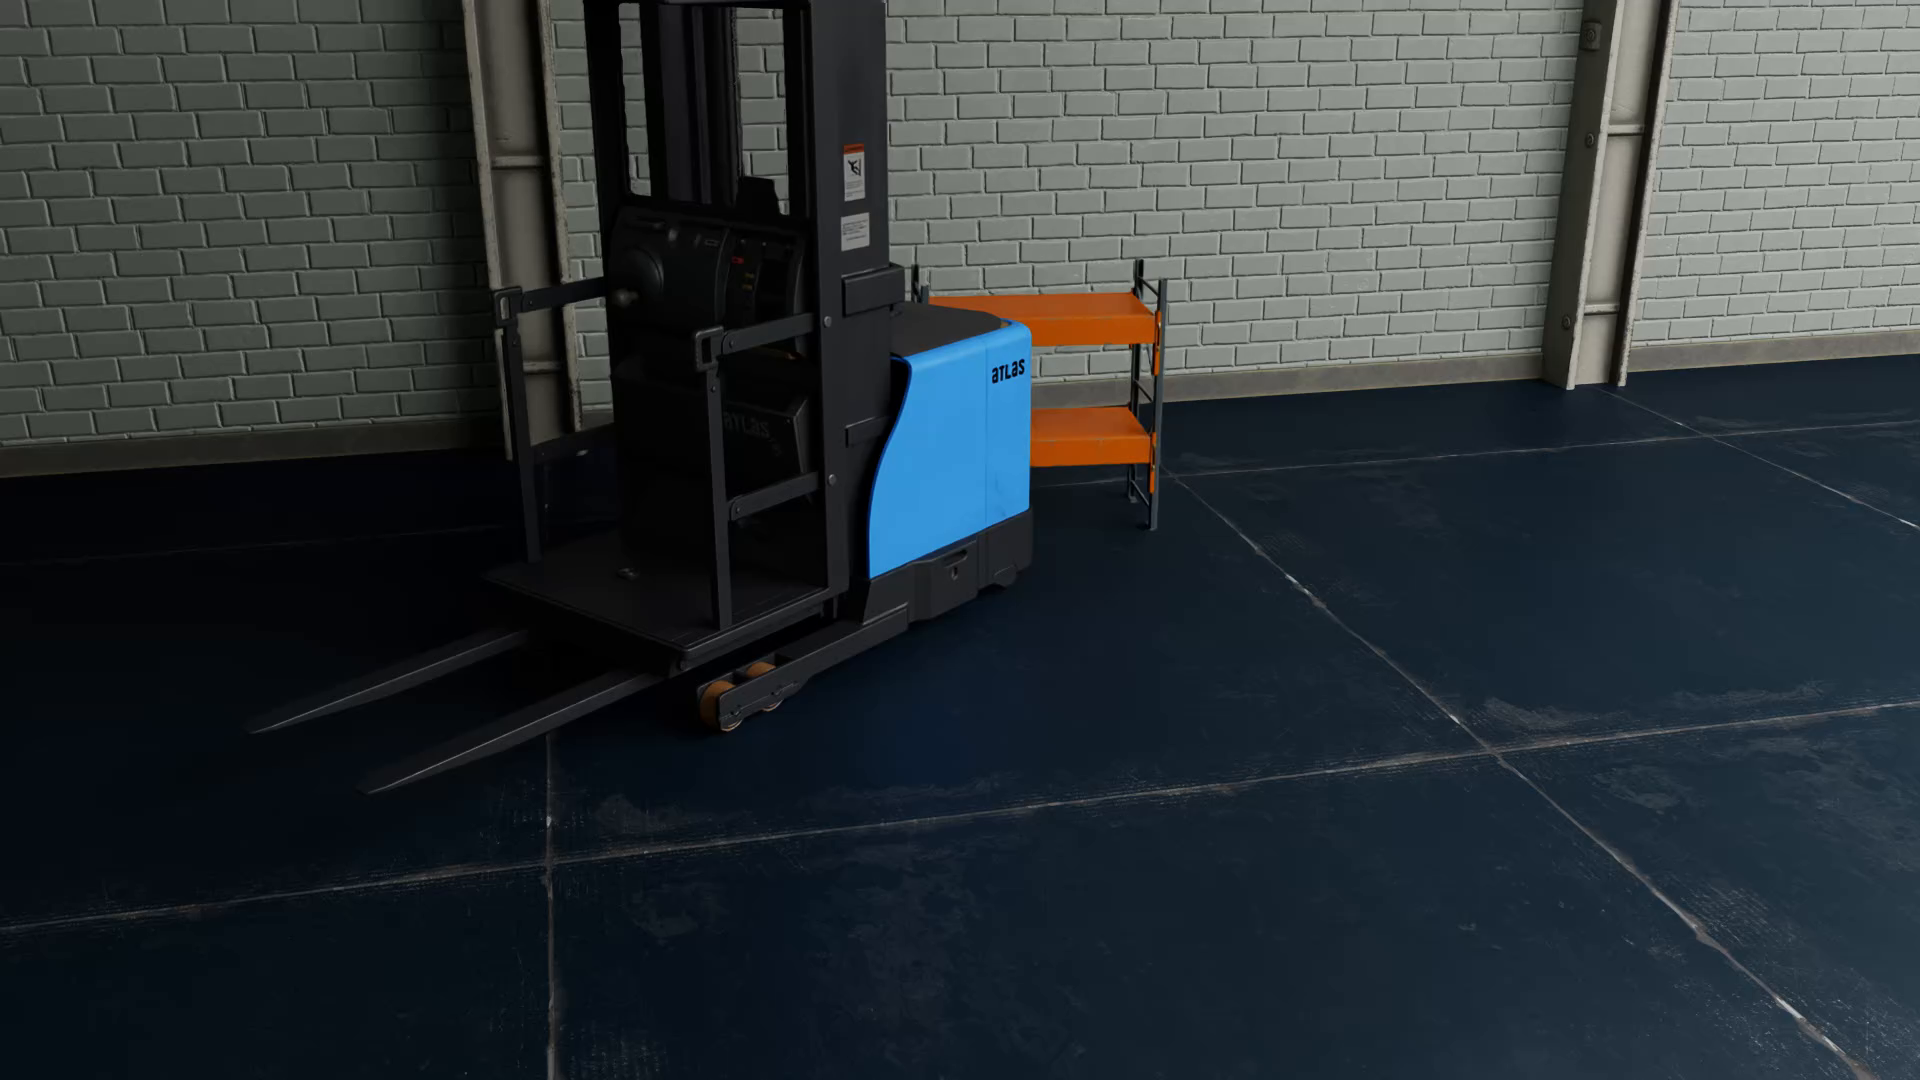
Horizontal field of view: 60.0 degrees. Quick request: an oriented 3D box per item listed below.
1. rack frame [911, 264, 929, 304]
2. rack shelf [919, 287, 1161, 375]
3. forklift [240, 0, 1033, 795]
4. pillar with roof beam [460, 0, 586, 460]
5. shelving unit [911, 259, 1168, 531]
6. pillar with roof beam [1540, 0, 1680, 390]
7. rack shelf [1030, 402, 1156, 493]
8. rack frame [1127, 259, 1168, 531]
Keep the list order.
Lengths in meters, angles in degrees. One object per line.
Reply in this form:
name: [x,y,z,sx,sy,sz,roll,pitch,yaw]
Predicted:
rack frame: [-0.173,-0.615,7.357,0.032,1.125,0.500,-2,20,-6]
rack shelf: [0.331,-0.910,7.312,1.000,0.278,0.538,-2,20,-6]
forklift: [-1.008,-0.928,5.587,1.130,2.935,3.031,15,25,36]
pillar with roof beam: [-1.151,-3.255,3.118,0.400,9.000,9.100,-5,21,-12]
shelving unit: [0.331,-0.635,7.413,1.048,1.125,0.538,-2,20,-6]
pillar with roof beam: [4.688,-3.730,4.415,0.400,9.000,9.100,-5,21,-12]
rack shelf: [0.331,-0.406,7.497,1.000,0.278,0.538,-2,20,-6]
rack frame: [0.836,-0.656,7.469,0.032,1.125,0.500,-2,20,-6]
